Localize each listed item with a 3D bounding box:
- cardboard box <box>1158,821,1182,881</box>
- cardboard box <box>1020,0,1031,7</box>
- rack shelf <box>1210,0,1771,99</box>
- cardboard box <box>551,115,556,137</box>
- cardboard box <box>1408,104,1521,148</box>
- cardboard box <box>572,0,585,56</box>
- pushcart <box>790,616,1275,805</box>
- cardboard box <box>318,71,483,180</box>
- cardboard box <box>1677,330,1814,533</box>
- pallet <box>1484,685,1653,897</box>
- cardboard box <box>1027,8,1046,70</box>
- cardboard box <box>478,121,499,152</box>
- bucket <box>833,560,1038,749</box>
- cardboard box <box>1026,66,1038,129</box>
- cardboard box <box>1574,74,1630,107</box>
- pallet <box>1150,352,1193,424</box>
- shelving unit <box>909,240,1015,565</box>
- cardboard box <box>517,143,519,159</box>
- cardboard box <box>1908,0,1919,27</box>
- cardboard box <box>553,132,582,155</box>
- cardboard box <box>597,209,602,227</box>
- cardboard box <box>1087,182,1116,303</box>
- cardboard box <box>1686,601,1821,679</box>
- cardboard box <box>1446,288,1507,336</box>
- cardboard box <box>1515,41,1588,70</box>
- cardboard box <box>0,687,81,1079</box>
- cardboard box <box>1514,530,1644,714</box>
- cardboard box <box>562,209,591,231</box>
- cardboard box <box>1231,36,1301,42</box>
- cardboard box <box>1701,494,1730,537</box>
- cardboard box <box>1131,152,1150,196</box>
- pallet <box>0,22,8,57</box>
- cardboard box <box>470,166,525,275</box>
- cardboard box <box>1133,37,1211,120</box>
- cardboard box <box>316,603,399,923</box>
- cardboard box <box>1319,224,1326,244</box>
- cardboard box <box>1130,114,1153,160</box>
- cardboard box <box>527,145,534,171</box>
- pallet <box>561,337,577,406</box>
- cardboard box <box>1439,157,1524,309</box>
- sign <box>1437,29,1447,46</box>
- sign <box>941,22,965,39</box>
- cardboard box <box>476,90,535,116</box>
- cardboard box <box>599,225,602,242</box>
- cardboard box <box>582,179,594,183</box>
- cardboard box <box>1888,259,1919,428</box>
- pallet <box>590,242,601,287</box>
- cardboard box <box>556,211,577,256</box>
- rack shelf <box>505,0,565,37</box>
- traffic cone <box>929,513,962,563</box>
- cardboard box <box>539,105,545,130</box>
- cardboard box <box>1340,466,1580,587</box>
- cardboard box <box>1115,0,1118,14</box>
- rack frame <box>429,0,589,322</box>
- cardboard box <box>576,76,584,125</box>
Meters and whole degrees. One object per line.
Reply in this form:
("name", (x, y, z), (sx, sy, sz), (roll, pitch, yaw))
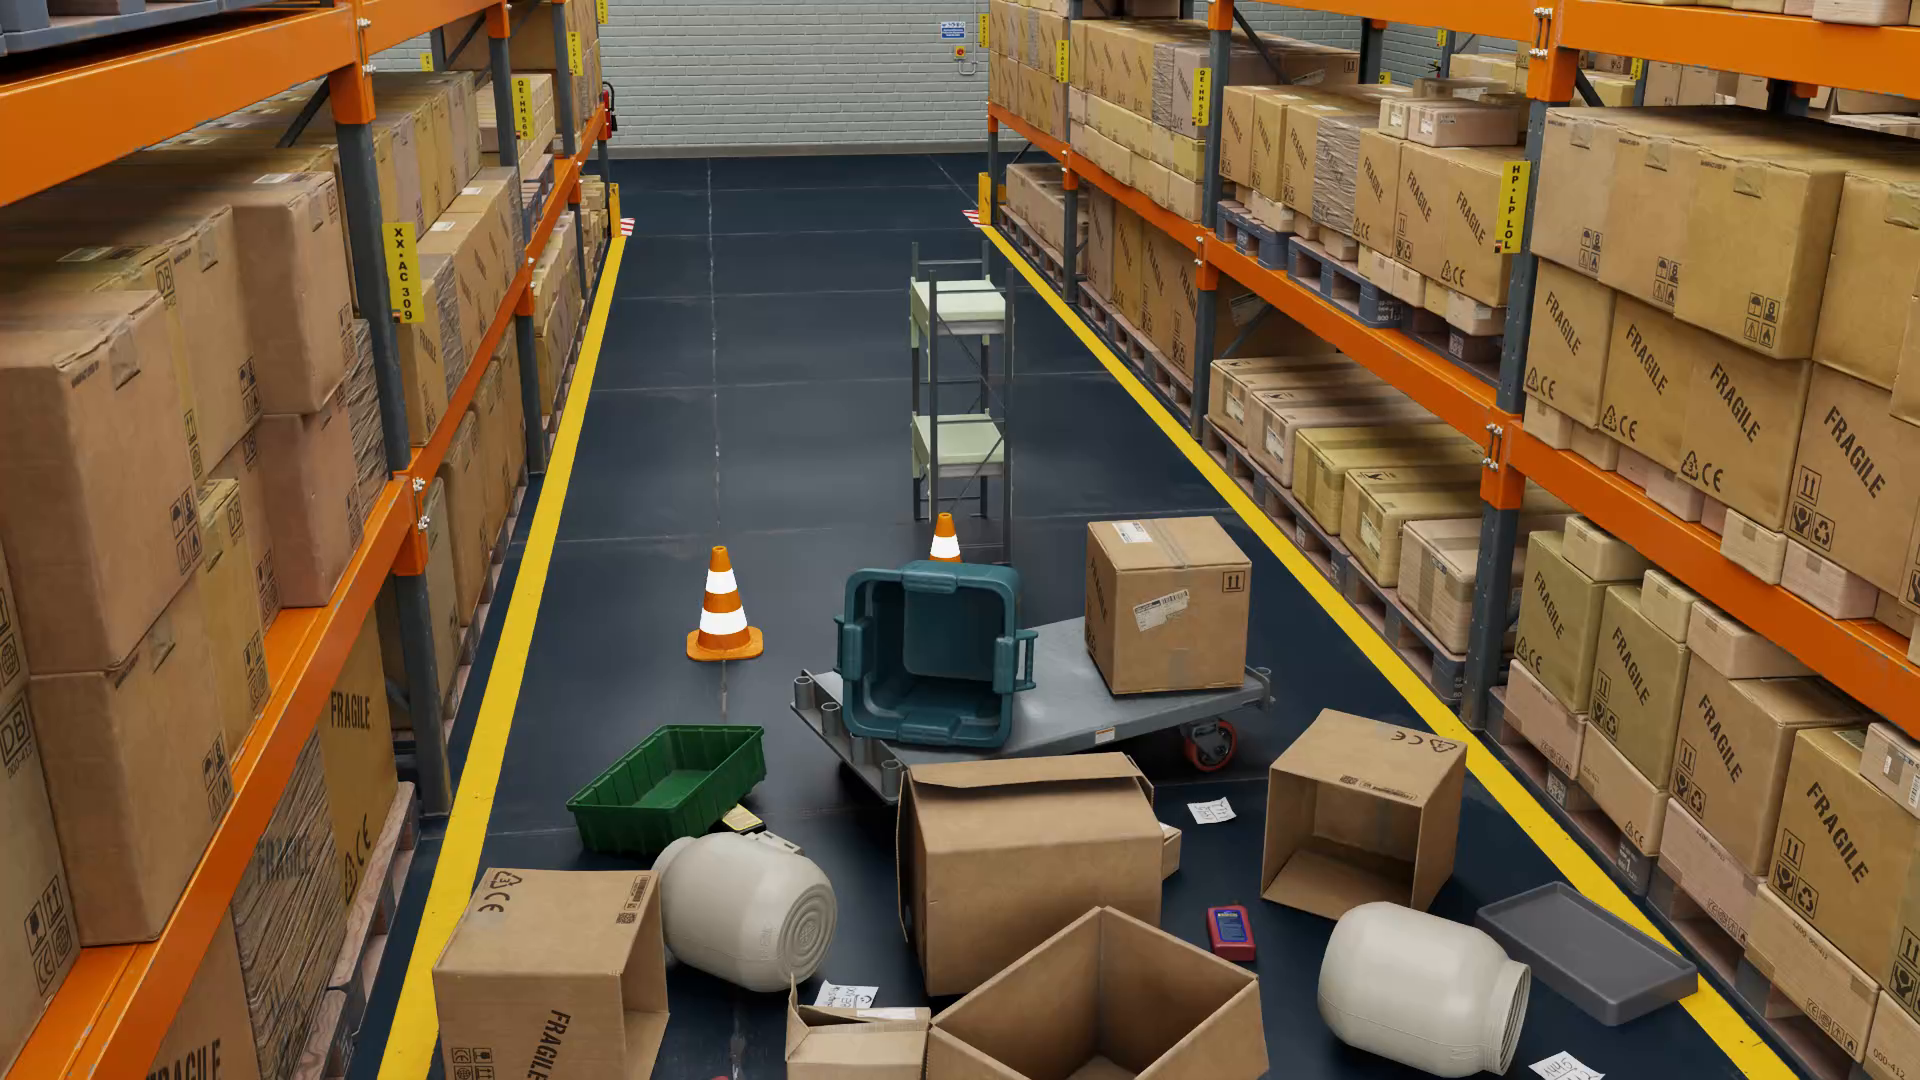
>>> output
("cardboard box", (0.523, 0.992, 5.680), (0.396, 0.266, 0.258), (17, 27, 39))
("cardboard box", (0.759, -4.977, 15.255), (0.380, 0.149, 0.250), (-3, 21, -9))
("rack shelf", (2.241, -2.440, 7.702), (1.077, 0.370, 4.000), (-3, 21, -8))
("cardboard box", (-3.254, -3.116, 12.530), (0.380, 0.149, 0.250), (-3, 21, -9))
("cardboard box", (2.127, -1.752, 7.025), (0.380, 0.149, 0.250), (-4, 21, -9))
("cardboard box", (-3.463, -4.342, 14.057), (0.500, 0.500, 0.500), (-3, 21, -7))
("pushcart", (0.280, 0.682, 6.351), (1.648, 0.377, 0.936), (-11, 23, -26))
("cardboard box", (-2.876, -2.139, 8.583), (0.700, 0.500, 0.500), (-3, 21, -8))
("cardboard box", (2.472, -0.352, 4.802), (0.500, 0.500, 0.500), (-3, 21, -8))
("pallet", (2.661, 0.858, 6.117), (1.003, 0.211, 1.213), (-3, 21, -8))
("cardboard box", (0.887, -4.465, 14.813), (0.500, 0.500, 0.500), (-3, 21, -7))
("cardboard box", (-2.807, -2.308, 9.518), (0.380, 0.149, 0.250), (-3, 21, -8))
("bucket", (-0.053, 0.358, 5.977), (0.726, 0.611, 0.620), (4, 11, 11))
("cardboard box", (0.890, -3.995, 14.981), (0.500, 0.500, 0.500), (-3, 21, -9))
("cardboard box", (5.886, -4.106, 15.212), (0.500, 0.250, 0.500), (-3, 21, -8))
("pallet", (1.914, -1.034, 11.184), (1.003, 0.211, 1.213), (-3, 21, -8))
("shelving unit", (0.001, -0.700, 8.448), (0.431, 1.500, 0.755), (-3, 21, -8))
("cardboard box", (-2.885, -2.361, 10.084), (0.380, 0.149, 0.250), (-4, 21, -9))
("cardboard box", (2.553, -1.311, 4.012), (0.380, 0.149, 0.250), (-3, 21, -7))
("cardboard box", (-3.225, -3.161, 13.252), (0.380, 0.149, 0.250), (-2, 21, -6))
("cardboard box", (-3.562, -3.023, 15.572), (0.380, 0.149, 0.250), (-3, 21, -7))
("cardboard box", (1.545, -2.440, 13.397), (0.875, 0.875, 0.875), (-2, 21, -6))
("cardboard box", (2.423, 0.292, 4.977), (0.380, 0.149, 0.250), (-2, 21, -5))
("cardboard box", (2.182, -0.922, 6.657), (0.380, 0.149, 0.250), (-3, 21, -7))
("cardboard box", (5.726, -4.816, 16.040), (0.500, 0.500, 0.500), (-2, 21, -6))
("cardboard box", (-1.977, 0.605, 2.595), (0.875, 0.550, 0.550), (-3, 21, -8))
("cardboard box", (2.347, 0.279, 5.940), (0.500, 0.500, 0.500), (-2, 21, -5))
("cardboard box", (-3.435, -2.799, 14.546), (0.380, 0.149, 0.250), (-2, 21, -7))
("cardboard box", (1.983, -3.113, 11.193), (0.500, 0.500, 0.500), (-2, 21, -6))
("cardboard box", (2.484, -0.083, 5.009), (0.380, 0.149, 0.250), (-3, 21, -8))
("cardboard box", (1.477, -2.507, 11.355), (0.500, 0.250, 0.500), (-3, 21, -8))
("pallet", (-1.895, -0.629, 1.954), (1.003, 0.211, 1.213), (-3, 21, -8))
("cardboard box", (-2.600, -1.684, 8.794), (0.500, 0.500, 0.500), (-3, 21, -8))
("cardboard box", (1.472, -3.094, 11.142), (0.500, 0.500, 0.500), (-3, 21, -8))
("cardboard box", (-2.333, 0.626, 5.191), (0.875, 0.875, 0.875), (-3, 21, -7))
("cardboard box", (2.027, -1.553, 8.345), (0.380, 0.149, 0.250), (-2, 21, -6))
("cardboard box", (1.460, -2.736, 11.255), (0.500, 0.250, 0.500), (-3, 21, -9))
("cardboard box", (-2.989, -2.482, 10.834), (0.380, 0.149, 0.250), (-3, 21, -7))
("pallet", (-3.215, -1.165, 11.534), (1.003, 0.211, 1.213), (-3, 21, -8))
("cardboard box", (2.236, -1.210, 6.501), (0.500, 0.500, 0.500), (-3, 21, -9))
("sign", (5.174, -5.463, 17.820), (0.100, 0.325, 0.005), (-3, 21, -8))
("sign", (-0.093, -6.930, 22.598), (0.327, 0.218, 0.001), (-3, 21, -8))
("cardboard box", (-3.069, -2.941, 11.213), (0.380, 0.149, 0.250), (-4, 21, -10))
("cardboard box", (-3.565, -2.889, 15.638), (0.380, 0.149, 0.250), (-4, 21, -10))
("cardboard box", (-3.778, -3.429, 16.233), (0.380, 0.149, 0.250), (-3, 21, -7))
("cardboard box", (2.575, -0.461, 3.667), (0.700, 0.500, 0.500), (-3, 21, -8))
("pallet", (-3.819, -2.512, 15.140), (1.003, 0.211, 1.213), (-3, 21, -8))
("cardboard box", (-3.150, -2.296, 12.477), (0.500, 0.250, 0.500), (-3, 21, -9))
("rack shelf", (-3.219, -3.540, 10.648), (1.077, 0.370, 4.000), (-3, 21, -8))
("traffic cone", (-0.066, 0.101, 7.785), (0.336, 0.463, 0.334), (-3, 21, -8))
("cardboard box", (-3.139, -2.983, 11.750), (0.380, 0.149, 0.250), (-4, 21, -10))
("cardboard box", (2.344, -0.075, 7.785), (0.950, 0.372, 0.625), (-2, 21, -4))
("cardboard box", (1.456, -4.565, 14.151), (0.380, 0.149, 0.250), (-3, 21, -8))
("rack frame", (-3.508, -3.164, 12.901), (1.000, 3.000, 0.127), (-3, 21, -8))
("cardboard box", (-3.408, -3.705, 13.782), (0.500, 0.500, 0.500), (-3, 21, -8))
